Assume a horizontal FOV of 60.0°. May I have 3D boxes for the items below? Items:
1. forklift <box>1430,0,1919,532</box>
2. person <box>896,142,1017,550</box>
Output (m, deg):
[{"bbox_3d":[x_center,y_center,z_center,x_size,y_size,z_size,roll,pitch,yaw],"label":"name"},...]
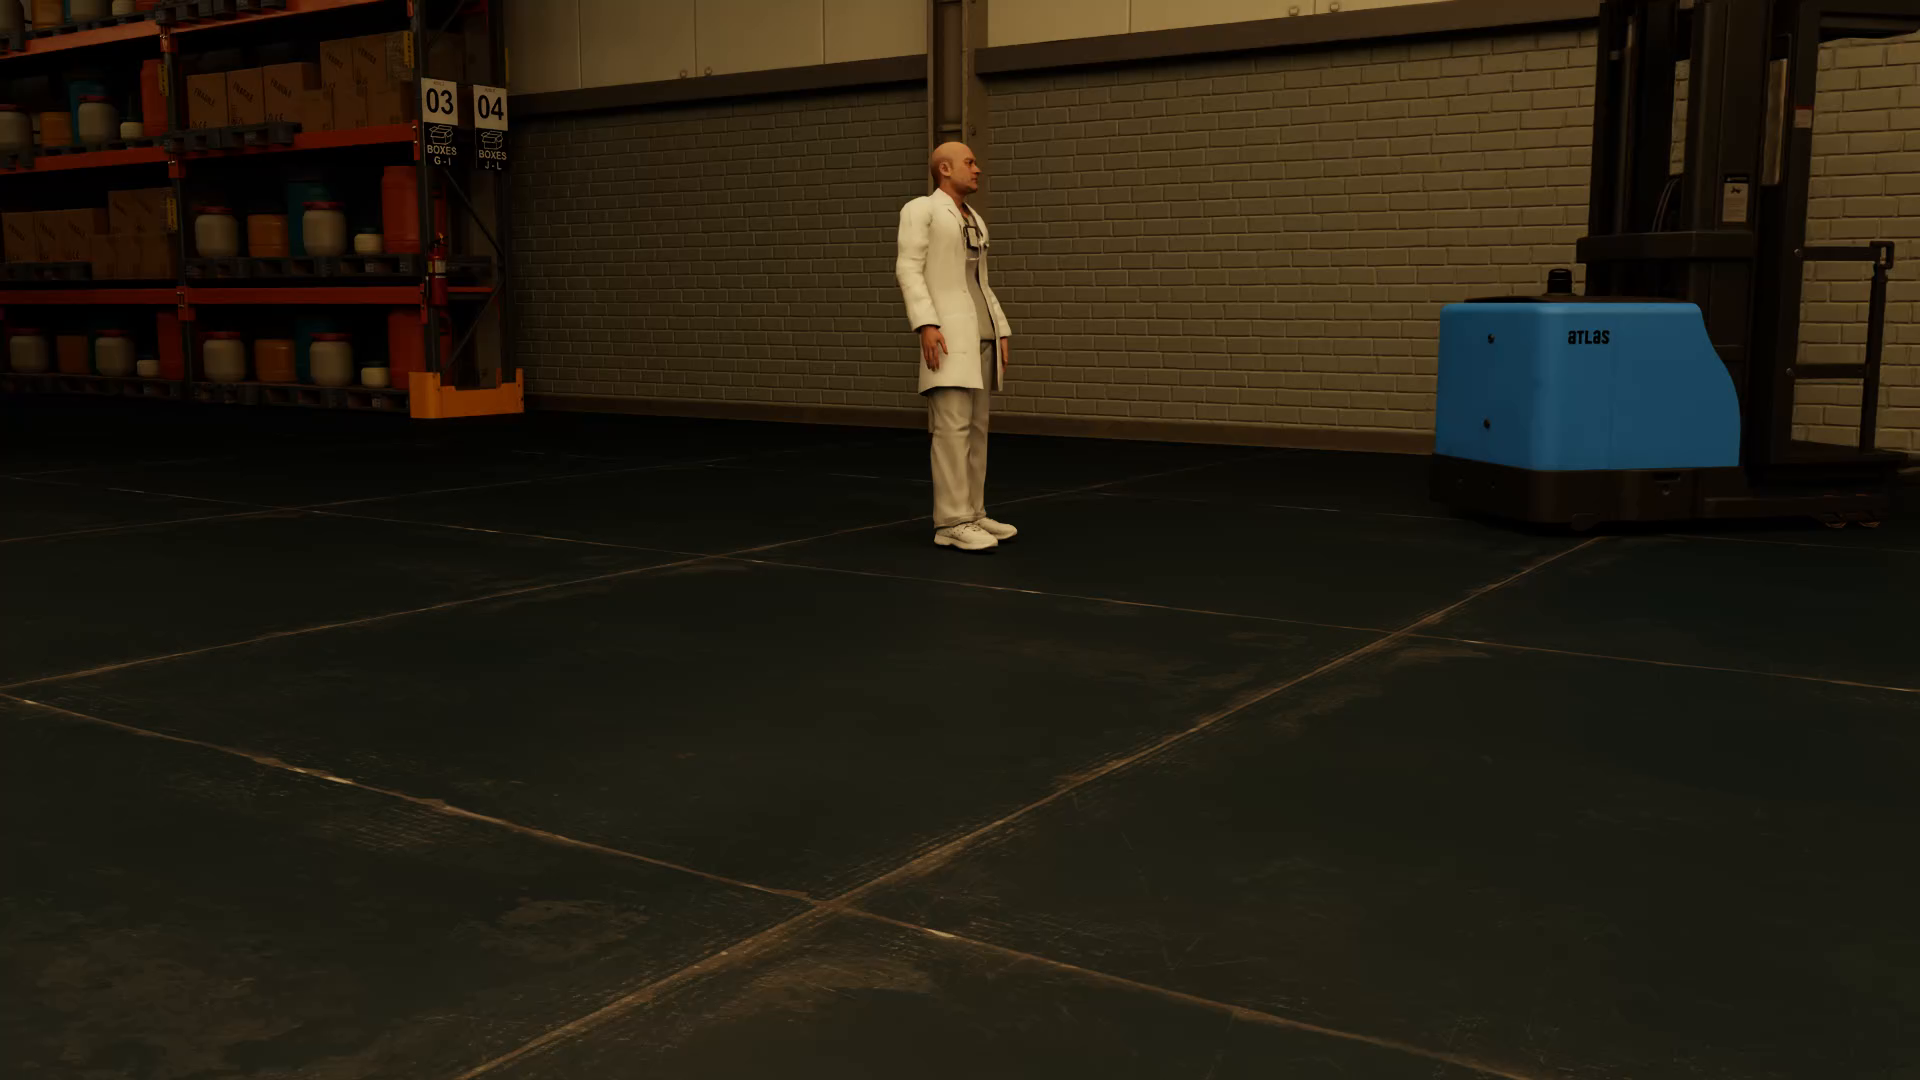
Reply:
[{"bbox_3d":[3.987,-1.574,8.259,3.031,2.935,1.130,-2,8,-13],"label":"forklift"},{"bbox_3d":[0.073,-0.880,7.424,0.580,1.776,0.698,5,10,34],"label":"person"}]
